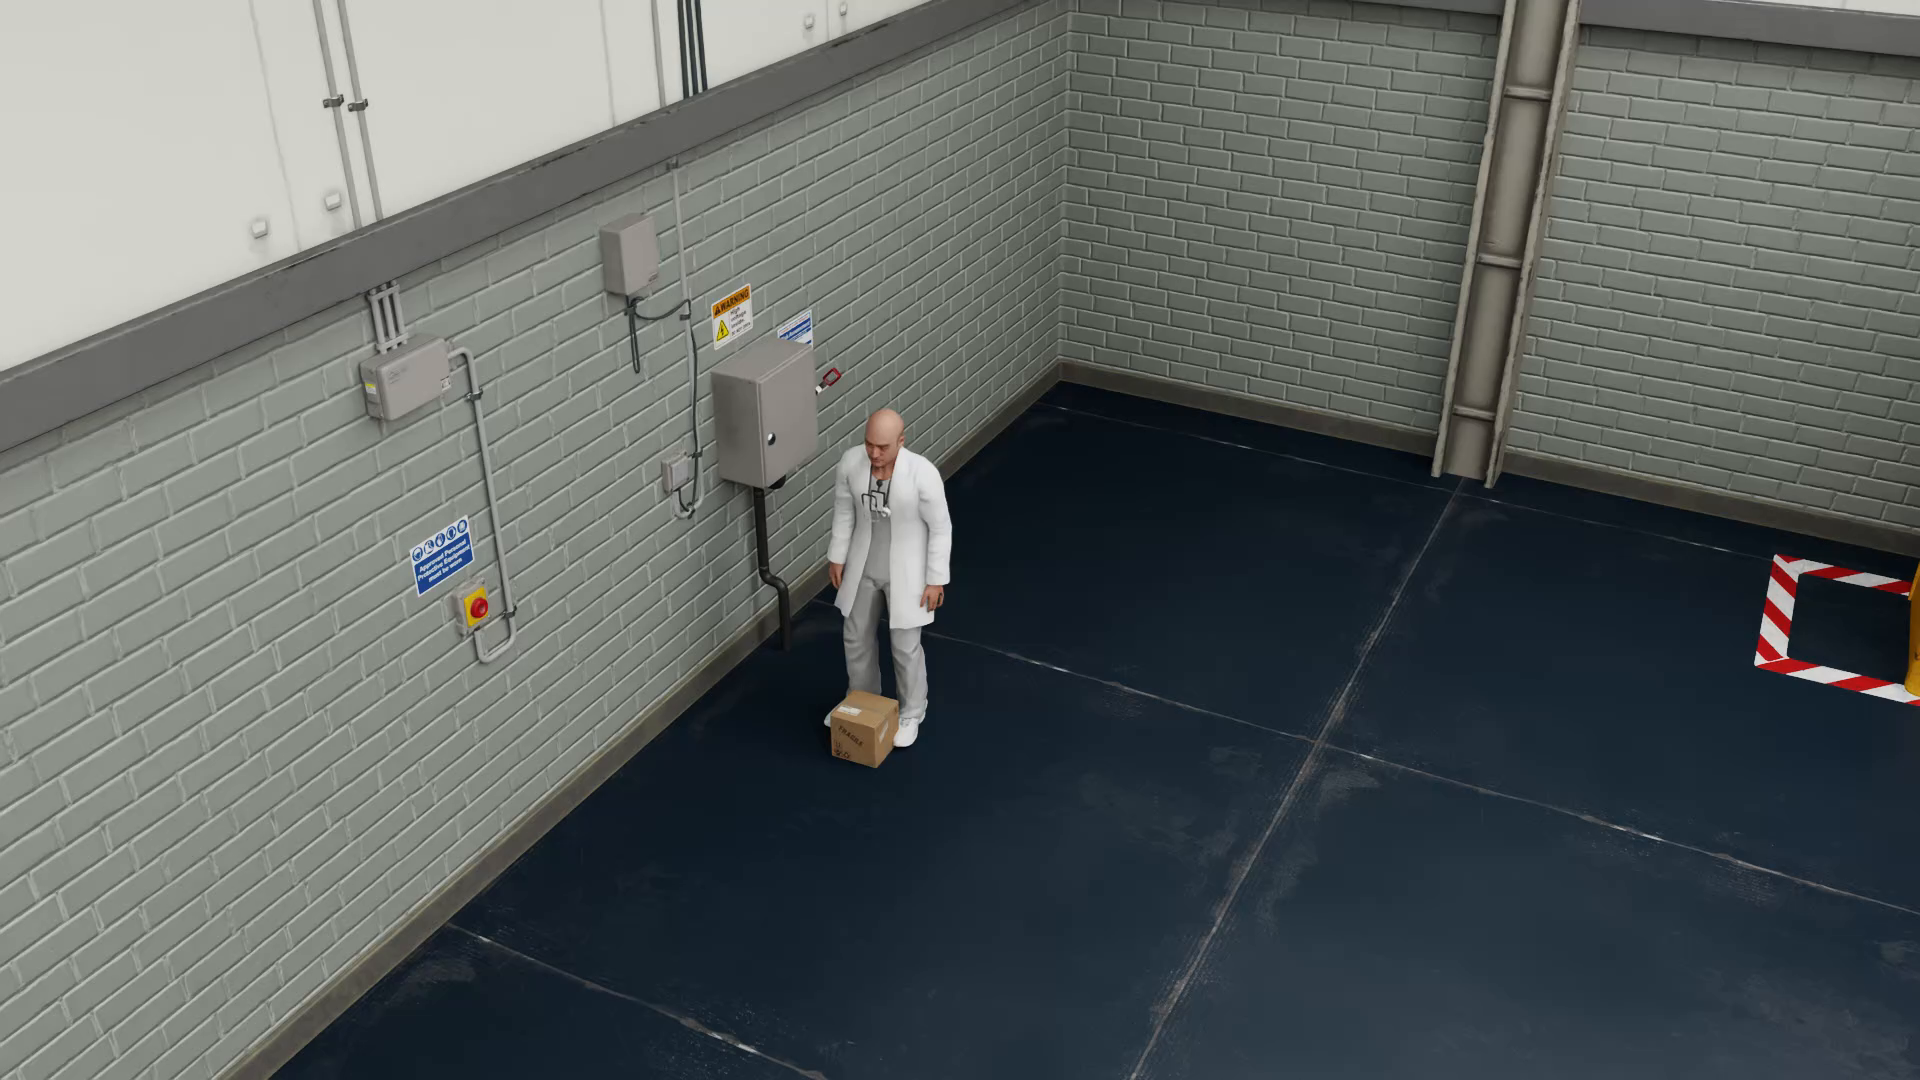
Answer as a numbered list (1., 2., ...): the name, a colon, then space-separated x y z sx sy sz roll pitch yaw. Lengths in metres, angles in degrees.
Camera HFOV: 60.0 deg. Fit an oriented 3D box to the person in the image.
1. person: -0.351 0.158 8.037 0.644 1.772 0.429 12 32 21
